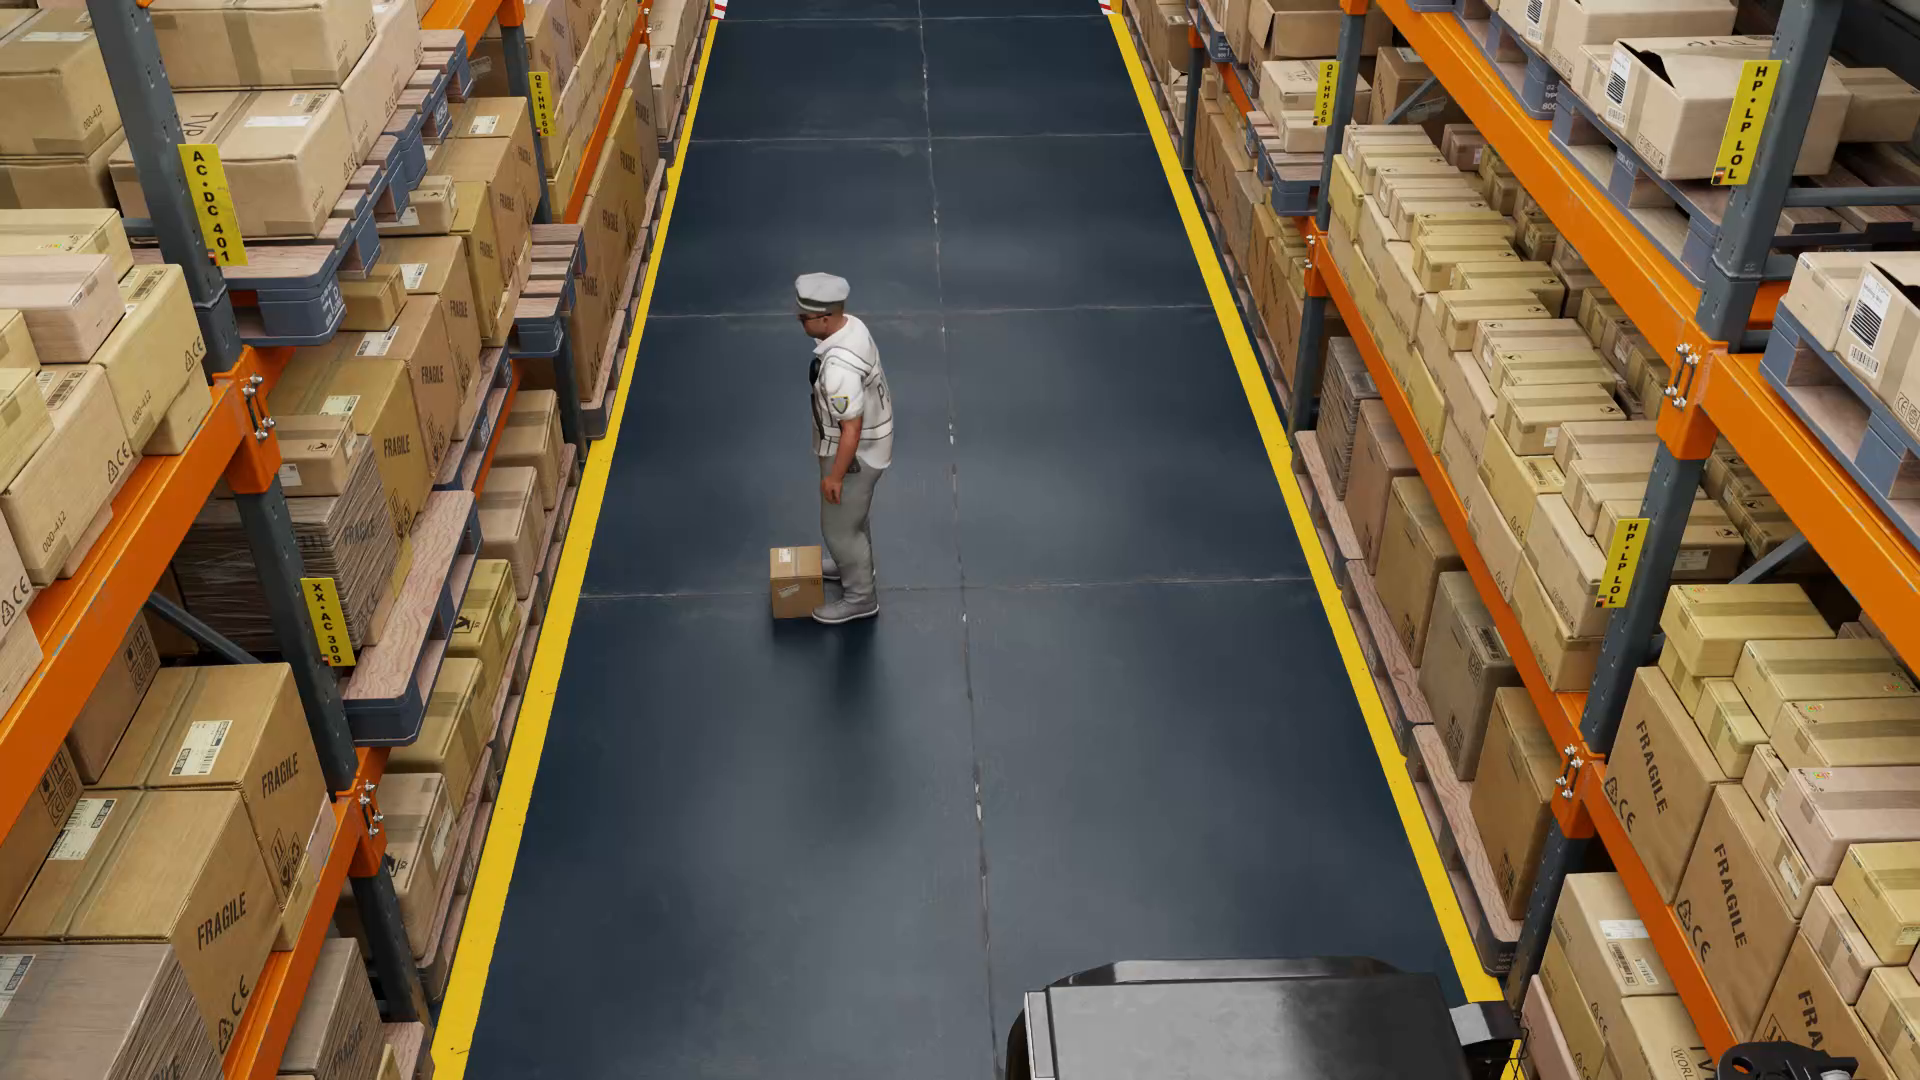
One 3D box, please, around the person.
[{"bbox_3d":[-0.526,-0.425,7.745,0.435,1.748,0.586,-1,35,-2],"label":"person"}]
